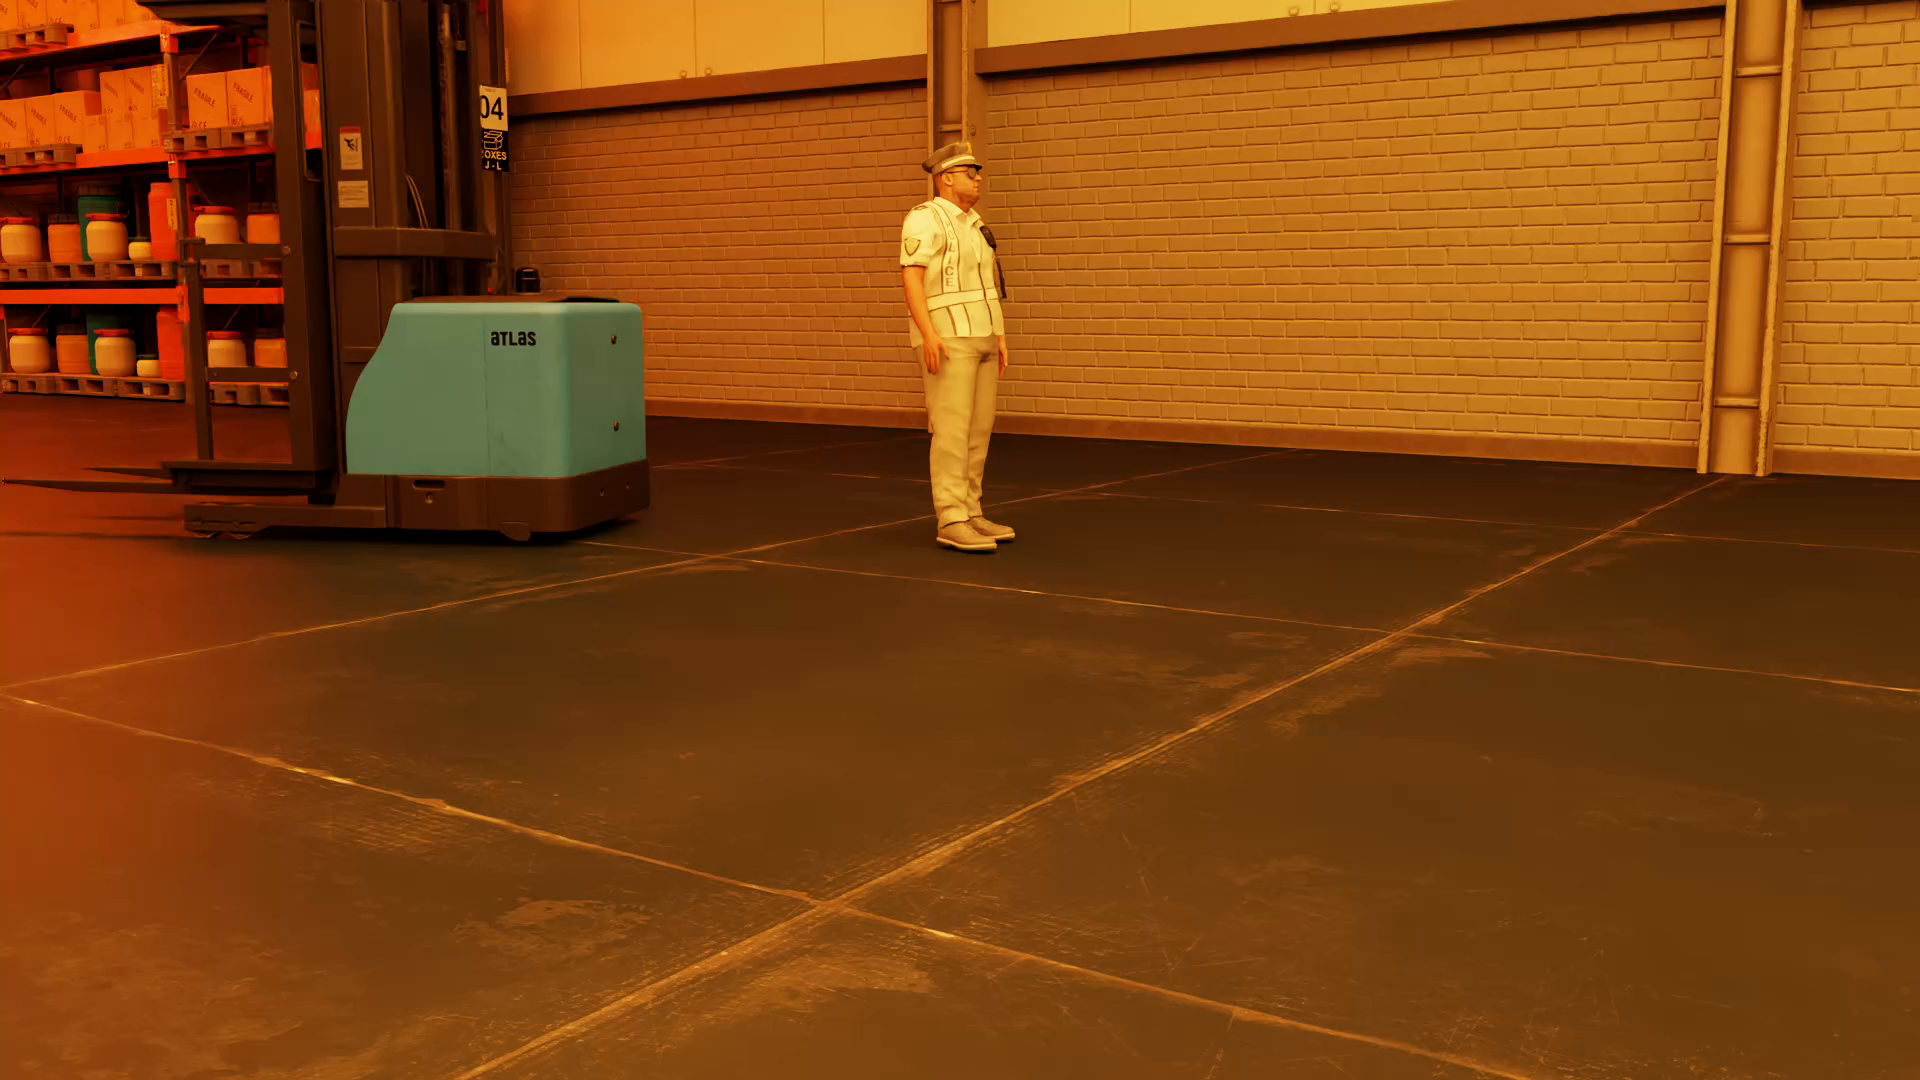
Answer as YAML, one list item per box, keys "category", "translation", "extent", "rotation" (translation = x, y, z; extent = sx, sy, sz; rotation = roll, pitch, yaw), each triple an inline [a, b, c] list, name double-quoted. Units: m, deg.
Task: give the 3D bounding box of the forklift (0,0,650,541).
- category: "forklift"
  translation: [-3.105, -1.524, 7.910]
  extent: [3.031, 2.935, 1.130]
  rotation: [2, 8, 11]

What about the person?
- category: "person"
  translation: [0.059, -0.881, 7.425]
  extent: [0.574, 1.779, 0.641]
  rotation: [5, 10, 34]
